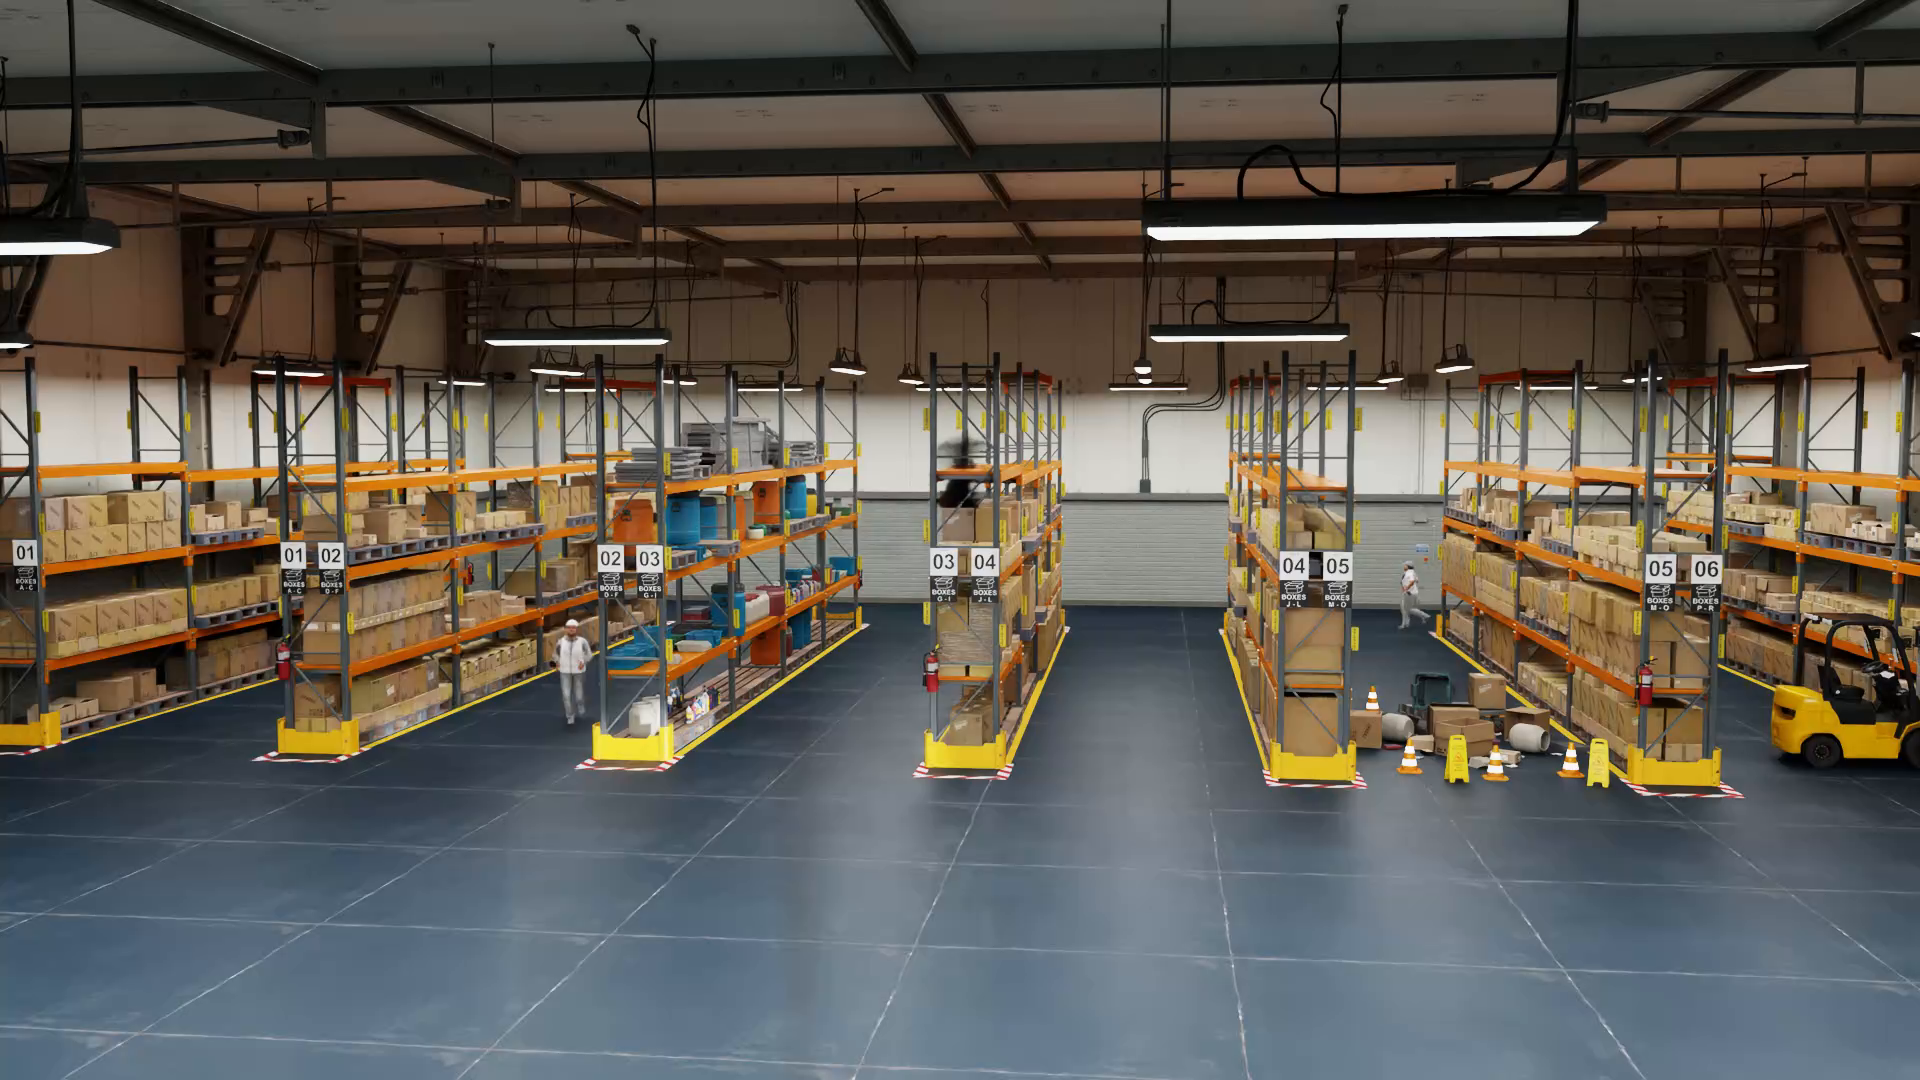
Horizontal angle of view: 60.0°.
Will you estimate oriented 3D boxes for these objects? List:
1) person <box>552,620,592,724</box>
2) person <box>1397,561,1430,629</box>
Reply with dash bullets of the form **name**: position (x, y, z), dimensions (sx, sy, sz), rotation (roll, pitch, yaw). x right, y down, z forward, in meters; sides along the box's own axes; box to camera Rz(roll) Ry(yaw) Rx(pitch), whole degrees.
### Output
- **person**: position (-6.457, 2.182, 27.690), dimensions (0.661, 1.724, 0.647), rotation (0, 4, -6)
- **person**: position (10.973, 1.339, 40.208), dimensions (0.769, 1.670, 0.619), rotation (1, 4, 18)
